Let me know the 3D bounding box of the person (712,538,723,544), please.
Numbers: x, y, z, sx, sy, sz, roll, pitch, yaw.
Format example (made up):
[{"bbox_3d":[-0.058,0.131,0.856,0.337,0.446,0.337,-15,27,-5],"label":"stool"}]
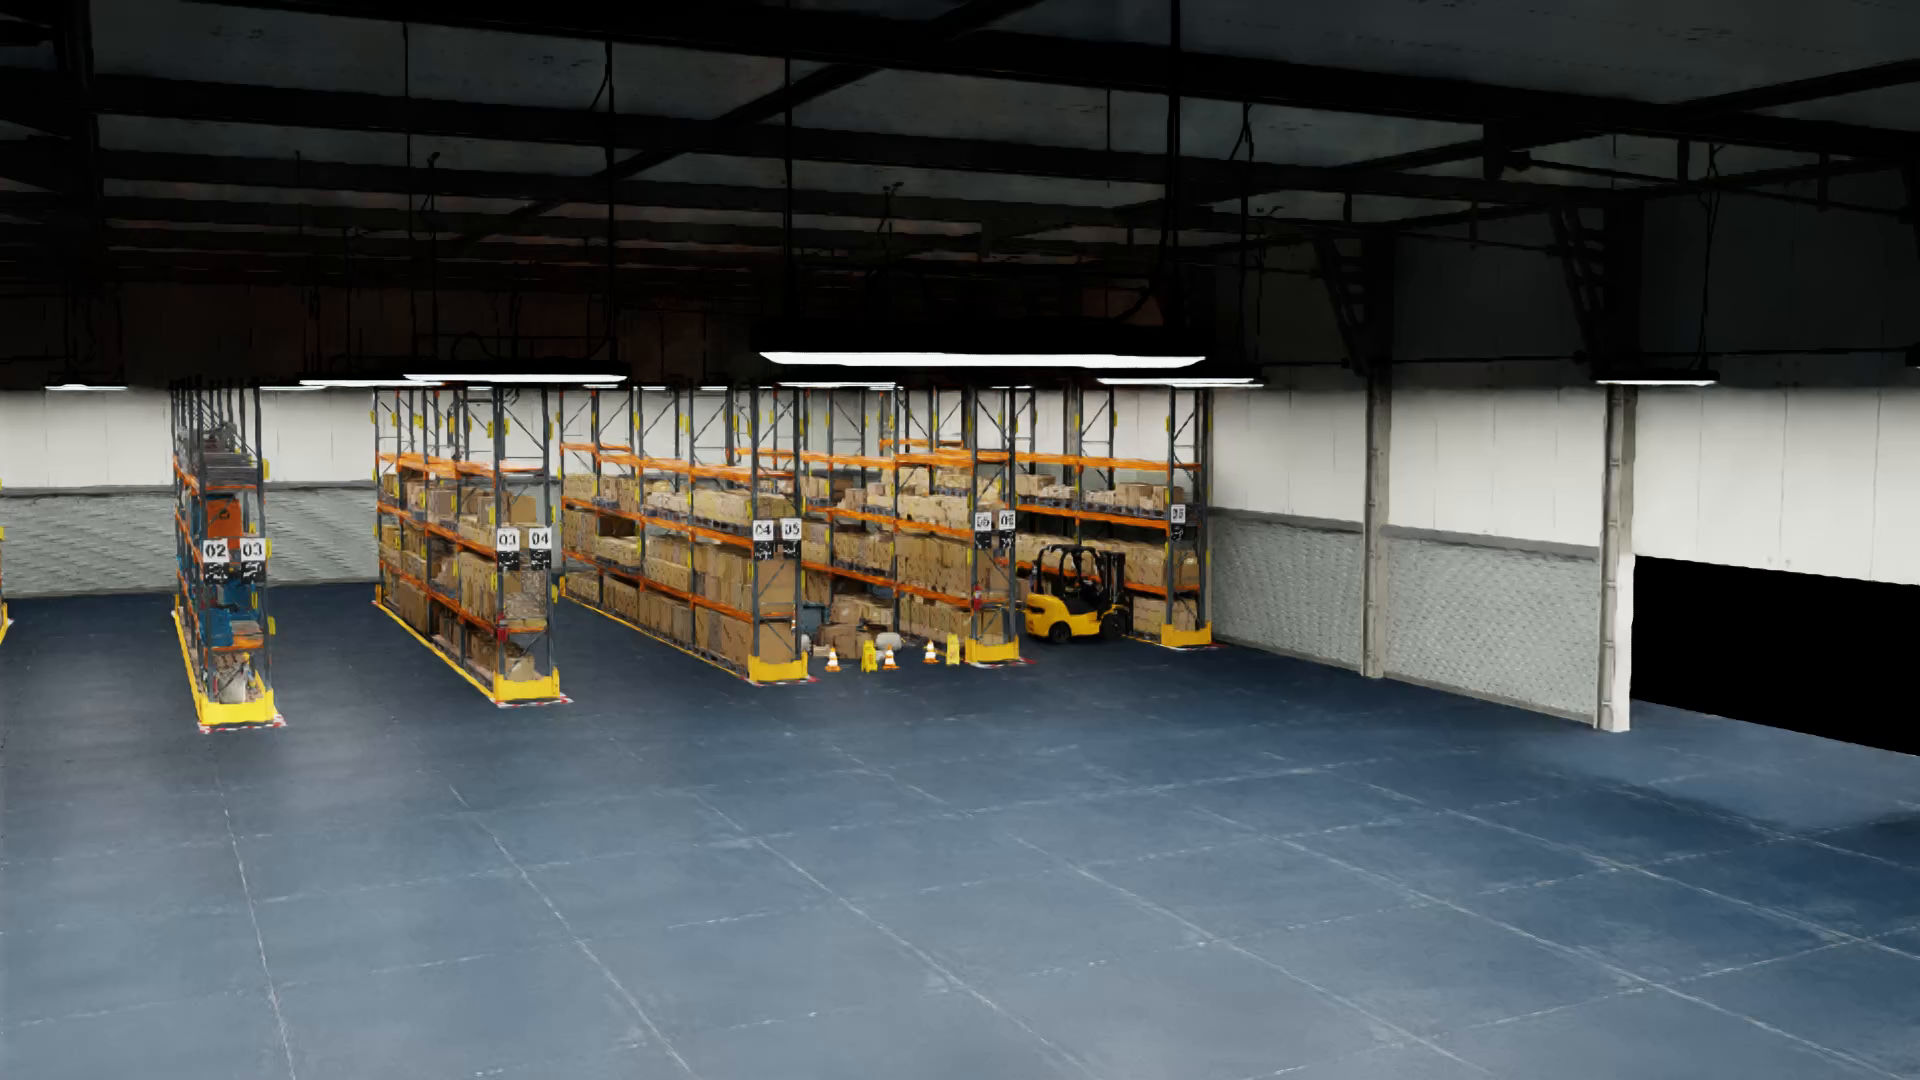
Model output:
[{"bbox_3d":[-7.473,0.242,51.505,0.556,1.743,0.669,4,6,35],"label":"person"}]

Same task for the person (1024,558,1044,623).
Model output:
[{"bbox_3d":[1.844,1.257,40.896,0.562,1.640,0.612,0,5,-1],"label":"person"}]

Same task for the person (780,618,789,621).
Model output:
[{"bbox_3d":[-4.340,1.313,39.796,0.569,1.718,0.622,0,5,3],"label":"person"}]

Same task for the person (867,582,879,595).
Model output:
[{"bbox_3d":[-2.310,0.816,45.080,0.632,1.771,0.446,3,6,32],"label":"person"}]
